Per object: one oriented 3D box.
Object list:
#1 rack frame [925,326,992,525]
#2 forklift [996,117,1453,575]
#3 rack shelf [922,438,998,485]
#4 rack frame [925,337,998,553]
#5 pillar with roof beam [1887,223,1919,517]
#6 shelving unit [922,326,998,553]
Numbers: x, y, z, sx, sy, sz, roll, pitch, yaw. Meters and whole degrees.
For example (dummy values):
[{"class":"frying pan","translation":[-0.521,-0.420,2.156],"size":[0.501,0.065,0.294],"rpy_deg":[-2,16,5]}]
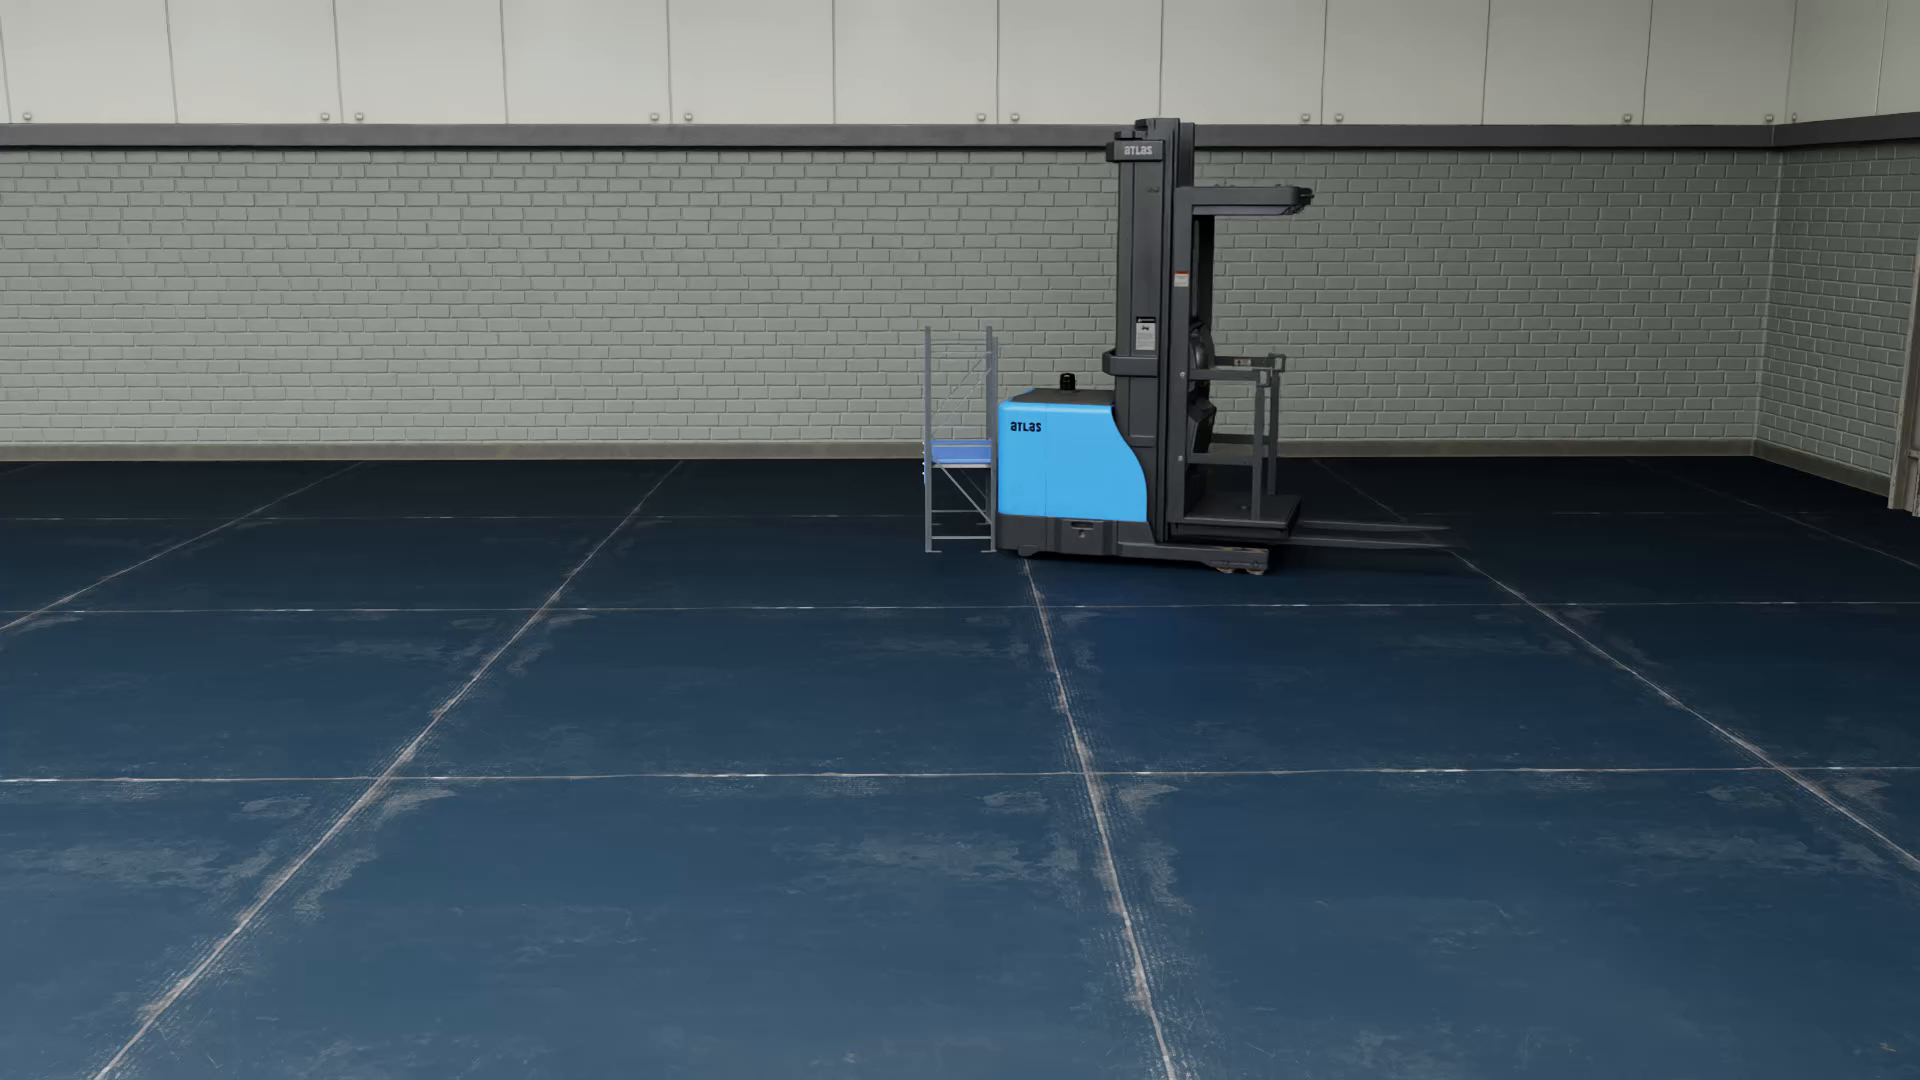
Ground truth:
[{"class":"rack frame","translation":[-0.012,-0.853,12.492],"size":[0.500,1.500,0.032],"rpy_deg":[0,11,-1]},{"class":"forklift","translation":[1.821,-1.325,11.218],"size":[3.031,2.935,1.130],"rpy_deg":[3,12,16]},{"class":"rack shelf","translation":[-0.002,-0.576,12.029],"size":[0.538,0.185,1.000],"rpy_deg":[0,11,-1]},{"class":"rack frame","translation":[0.009,-0.651,11.495],"size":[0.500,1.500,0.032],"rpy_deg":[0,11,-1]},{"class":"pillar with roof beam","translation":[3.294,-4.615,12.172],"size":[9.100,9.000,0.400],"rpy_deg":[0,11,-1]},{"class":"shelving unit","translation":[-0.002,-0.752,11.994],"size":[0.538,1.500,1.048],"rpy_deg":[0,11,-1]}]
